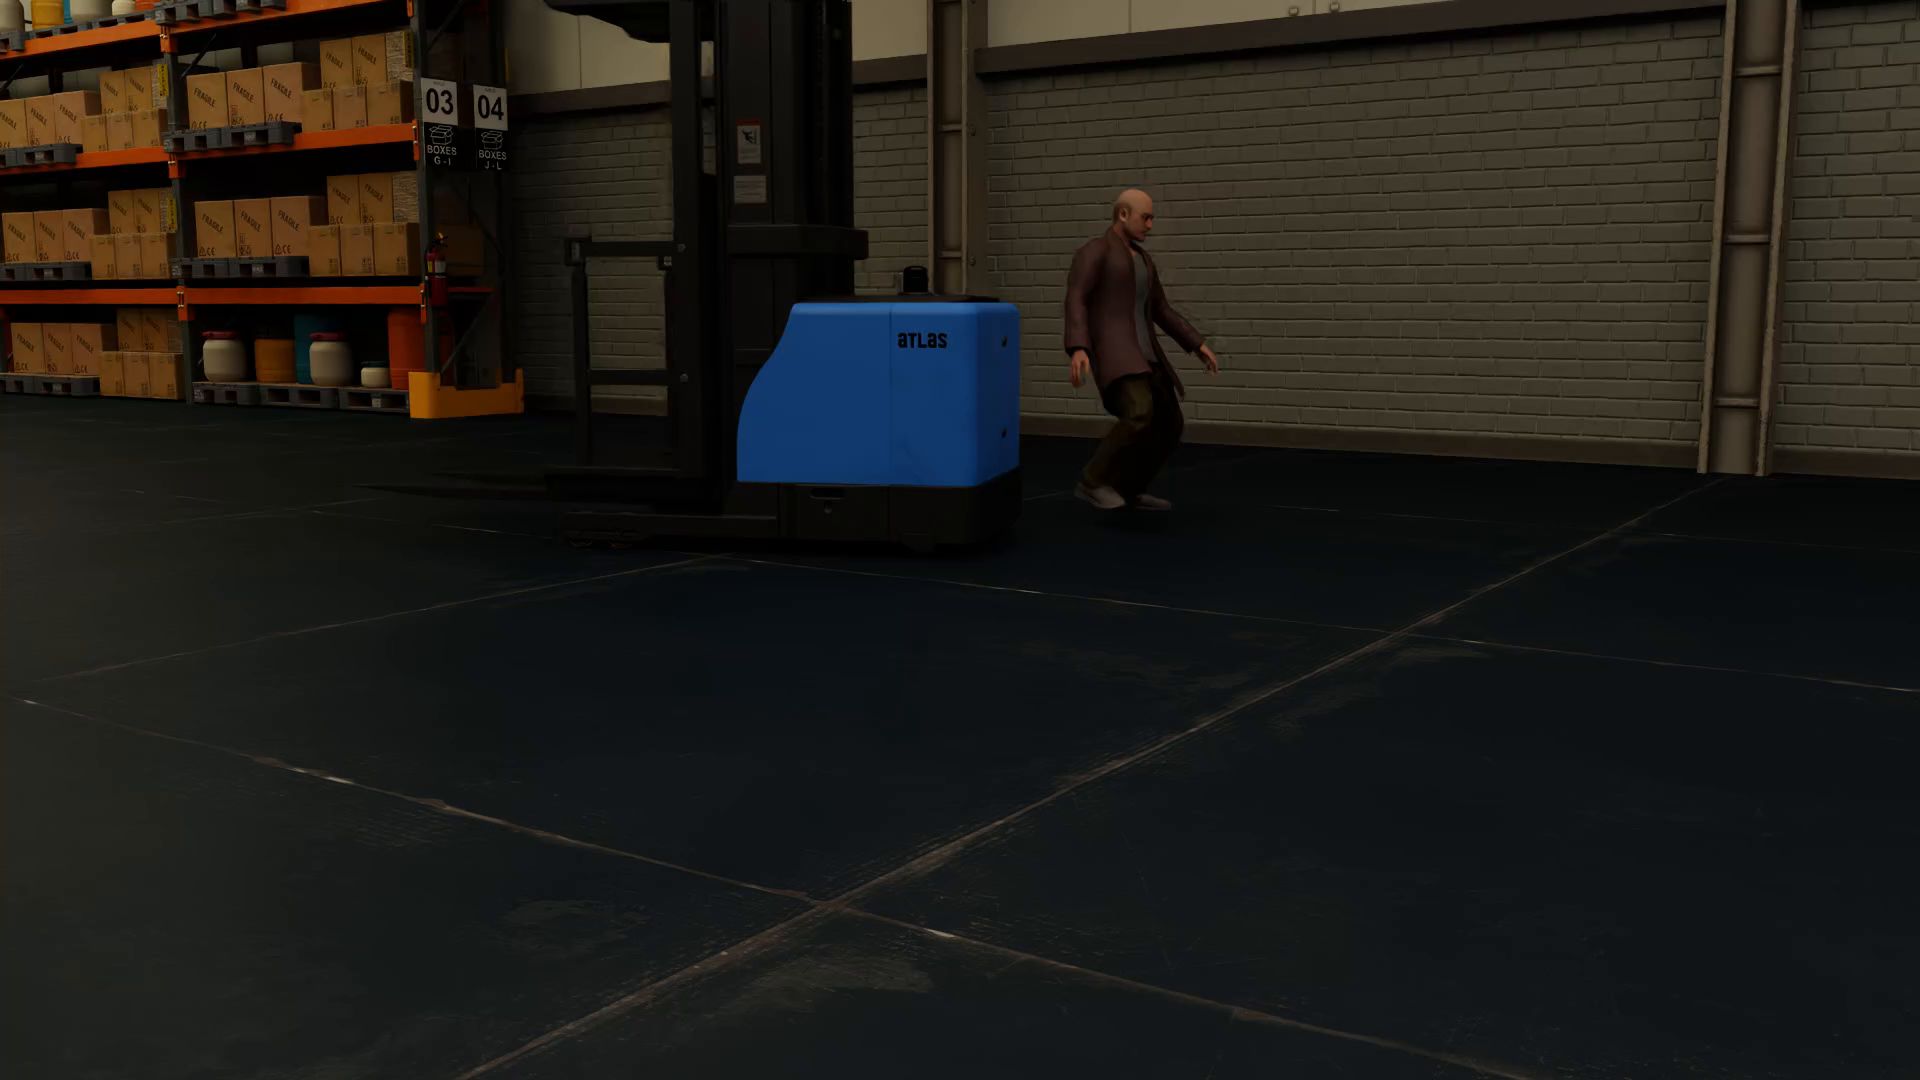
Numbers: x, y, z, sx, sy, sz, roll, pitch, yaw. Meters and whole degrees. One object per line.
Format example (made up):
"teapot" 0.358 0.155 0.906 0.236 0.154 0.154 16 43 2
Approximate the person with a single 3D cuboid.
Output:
"person" 0.859 -0.922 8.342 0.656 1.654 0.991 7 11 41

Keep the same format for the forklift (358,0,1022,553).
"forklift" -1.282 -1.481 7.607 3.031 2.935 1.130 2 8 13
